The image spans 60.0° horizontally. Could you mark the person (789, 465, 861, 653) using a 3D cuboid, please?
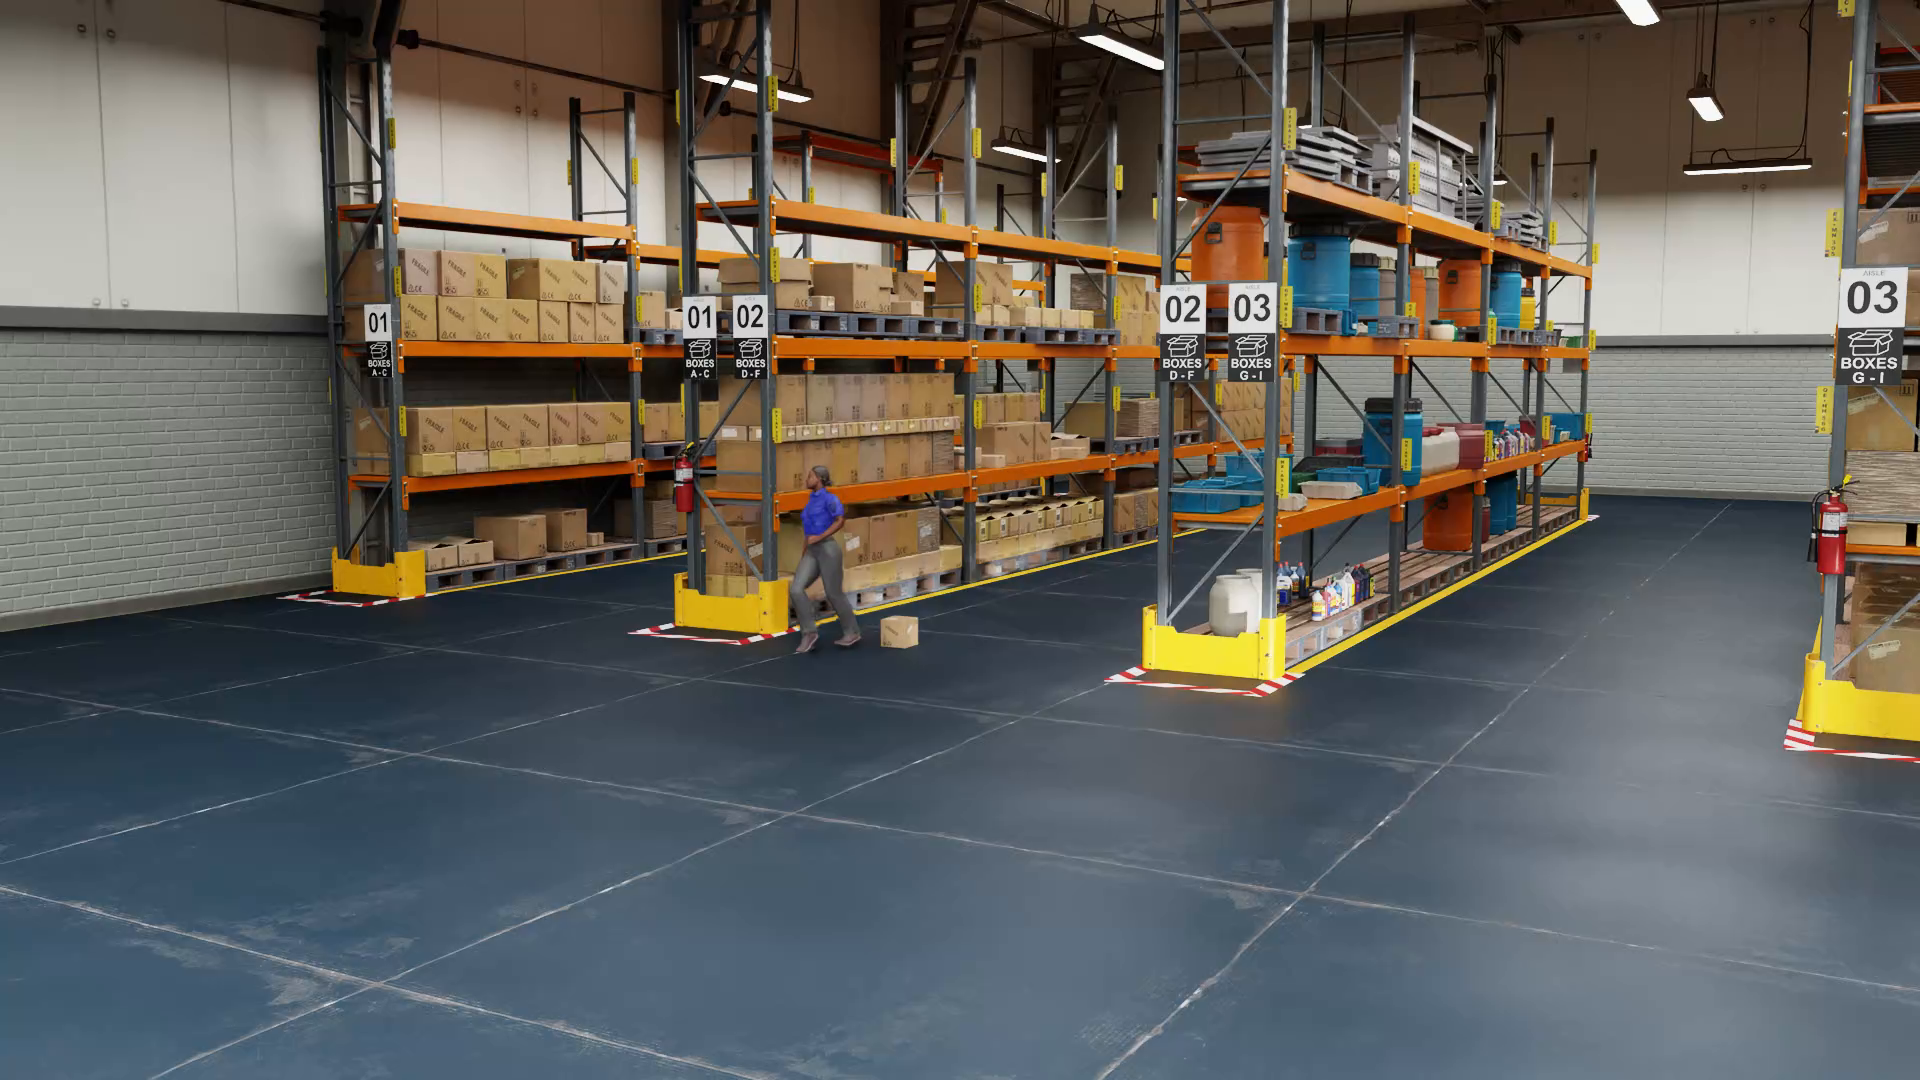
[{"bbox_3d":[-1.257,0.172,14.949,0.635,1.676,0.651,-5,8,-37],"label":"person"}]
